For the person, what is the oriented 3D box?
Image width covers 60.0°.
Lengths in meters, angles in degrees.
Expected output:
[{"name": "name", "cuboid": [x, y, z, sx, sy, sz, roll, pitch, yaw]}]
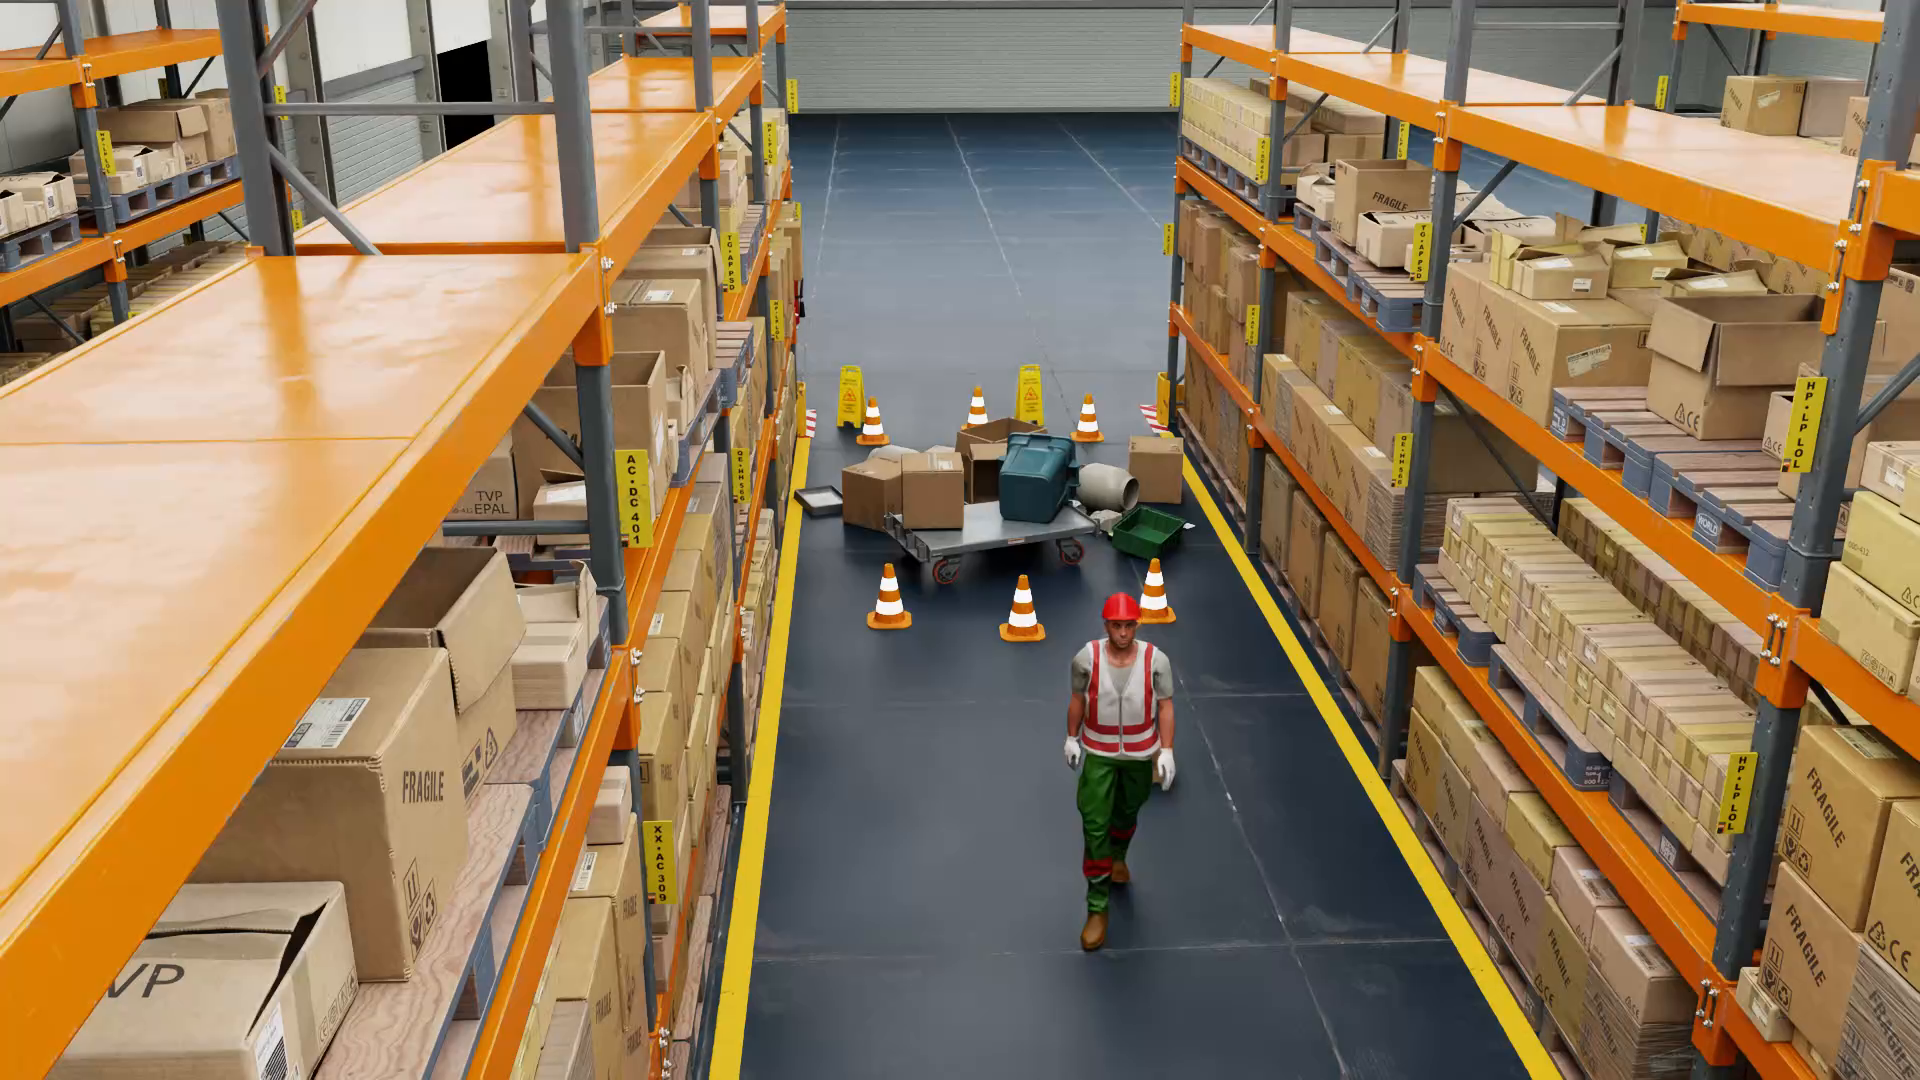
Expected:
[{"name": "person", "cuboid": [0.845, 1.149, 8.734, 0.570, 1.760, 0.894, 0, 20, 0]}]
